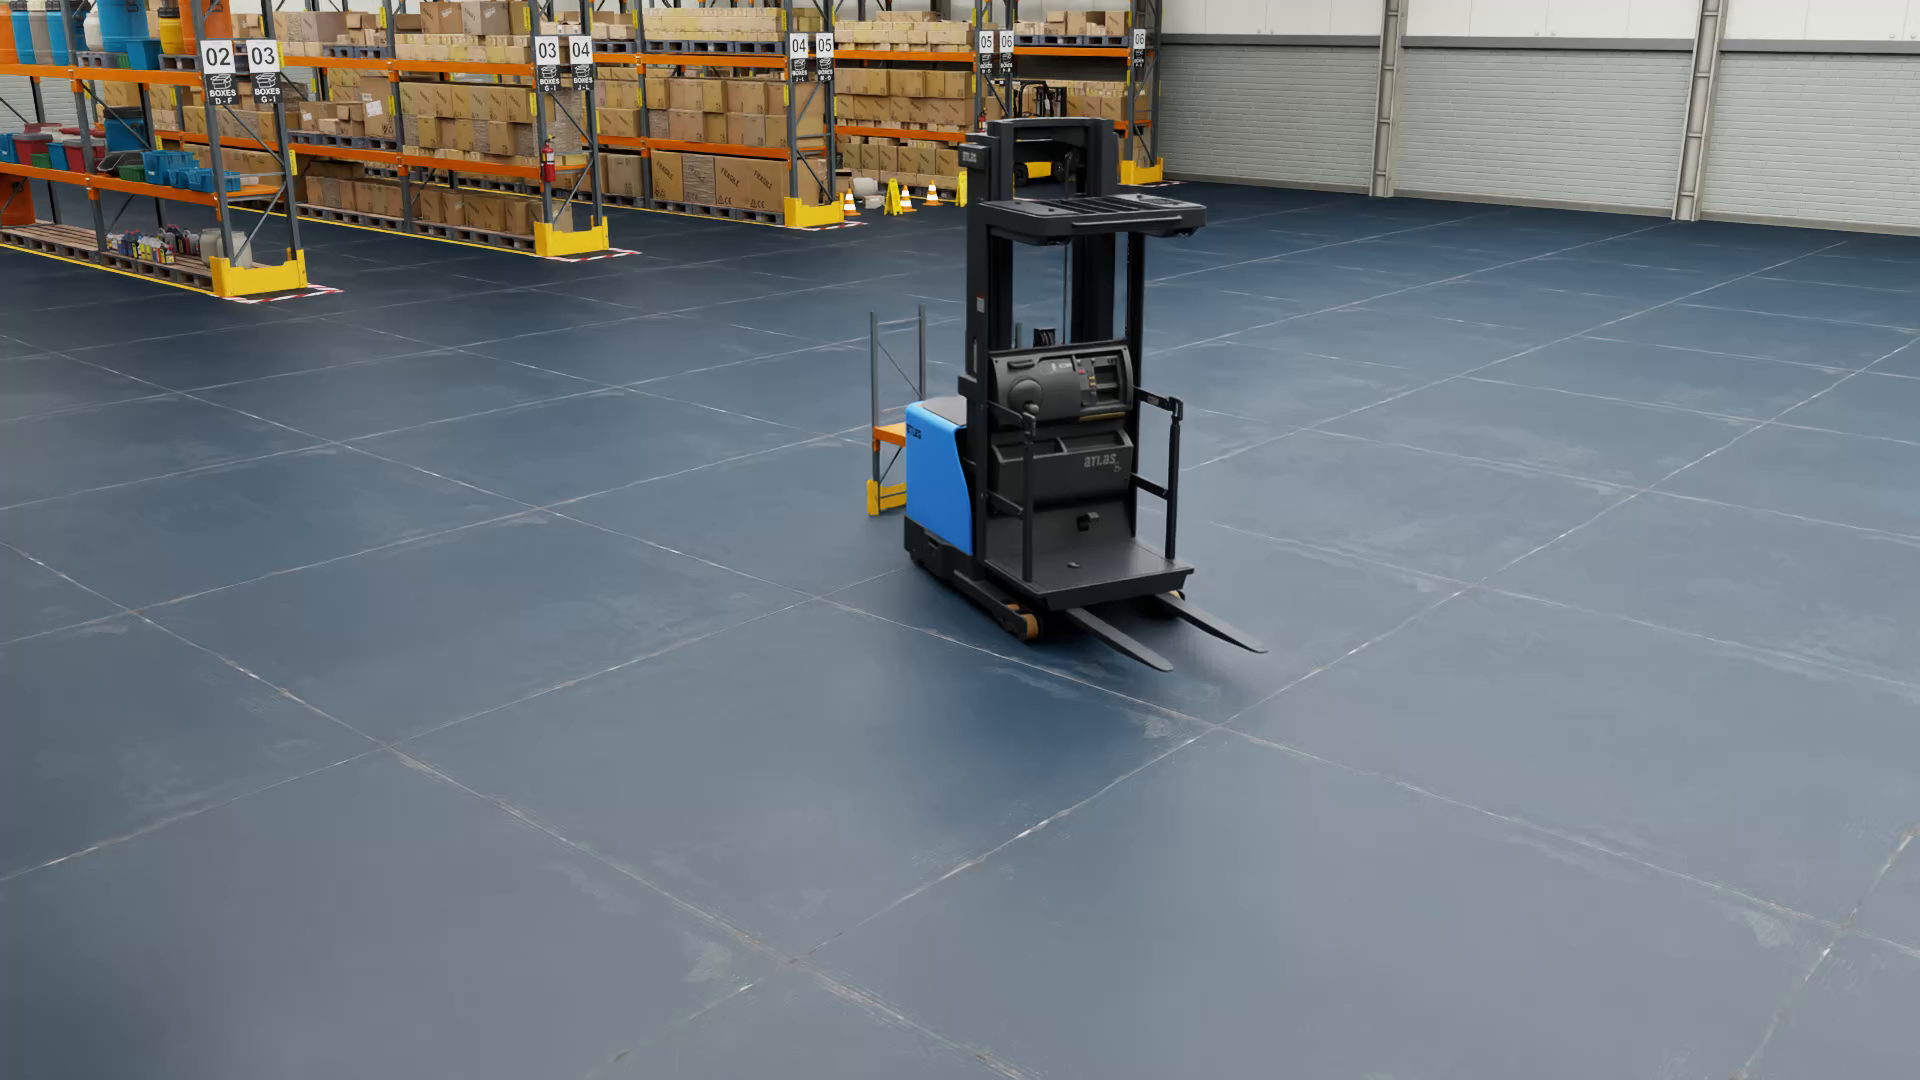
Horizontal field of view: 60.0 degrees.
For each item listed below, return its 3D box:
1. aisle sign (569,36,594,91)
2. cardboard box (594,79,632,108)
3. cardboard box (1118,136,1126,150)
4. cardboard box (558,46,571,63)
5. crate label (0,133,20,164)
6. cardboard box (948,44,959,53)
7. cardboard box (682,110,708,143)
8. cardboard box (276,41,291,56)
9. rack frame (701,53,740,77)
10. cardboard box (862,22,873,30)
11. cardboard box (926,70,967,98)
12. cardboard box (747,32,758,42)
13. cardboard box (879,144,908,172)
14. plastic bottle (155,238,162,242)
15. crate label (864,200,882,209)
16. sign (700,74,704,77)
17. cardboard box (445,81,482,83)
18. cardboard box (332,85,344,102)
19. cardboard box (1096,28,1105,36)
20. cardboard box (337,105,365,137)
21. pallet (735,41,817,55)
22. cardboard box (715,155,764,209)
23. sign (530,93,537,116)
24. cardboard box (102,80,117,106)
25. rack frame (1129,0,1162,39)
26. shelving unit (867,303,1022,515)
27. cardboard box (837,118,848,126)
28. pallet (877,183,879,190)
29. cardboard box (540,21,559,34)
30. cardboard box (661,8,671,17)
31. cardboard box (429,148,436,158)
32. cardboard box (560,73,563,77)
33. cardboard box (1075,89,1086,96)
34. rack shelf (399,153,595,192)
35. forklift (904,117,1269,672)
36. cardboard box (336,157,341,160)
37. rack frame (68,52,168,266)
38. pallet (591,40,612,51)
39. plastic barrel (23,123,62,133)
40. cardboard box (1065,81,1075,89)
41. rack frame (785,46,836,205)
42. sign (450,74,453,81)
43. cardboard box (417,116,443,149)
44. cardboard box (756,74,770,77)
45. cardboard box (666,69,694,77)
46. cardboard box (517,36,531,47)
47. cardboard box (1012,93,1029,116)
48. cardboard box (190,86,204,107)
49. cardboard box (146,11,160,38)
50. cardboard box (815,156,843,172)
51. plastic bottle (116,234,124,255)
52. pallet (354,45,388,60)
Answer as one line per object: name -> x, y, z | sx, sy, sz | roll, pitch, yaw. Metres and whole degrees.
aisle sign -> -5.684, -7.164, 25.001 | 0.004, 0.787, 0.394 | 15, 23, 39
cardboard box -> -6.693, -8.601, 32.010 | 0.500, 0.500, 0.700 | 15, 23, 40
cardboard box -> 3.389, -8.623, 36.096 | 0.500, 0.250, 0.500 | 16, 24, 41
cardboard box -> -6.119, -7.383, 25.278 | 0.500, 0.250, 0.500 | 16, 24, 41
crate label -> -14.637, -6.111, 25.923 | 0.616, 0.435, 0.502 | 15, 23, 39
cardboard box -> -0.012, -9.472, 32.029 | 0.250, 0.149, 0.380 | 15, 23, 40
cardboard box -> -4.518, -7.534, 30.217 | 0.550, 0.550, 0.875 | 15, 23, 39
cardboard box -> -11.731, -8.682, 29.371 | 0.500, 0.250, 0.500 | 16, 23, 40
rack frame -> -5.335, -9.717, 37.346 | 0.127, 3.000, 1.000 | 15, 23, 39
cardboard box -> -1.741, -10.308, 33.344 | 0.250, 0.149, 0.380 | 15, 23, 39
cardboard box -> -0.252, -8.934, 32.566 | 0.500, 0.500, 0.700 | 15, 23, 40
cardboard box -> -3.416, -8.621, 28.488 | 0.250, 0.149, 0.380 | 15, 23, 40
cardboard box -> -1.287, -7.772, 33.829 | 0.500, 0.500, 0.500 | 17, 24, 42
plastic bottle -> -11.342, -4.122, 23.491 | 0.135, 0.276, 0.152 | 15, 23, 39
crate label -> -1.641, -6.366, 31.517 | 0.298, 0.136, 0.250 | 4, 18, 11
sign -> -5.701, -10.143, 36.773 | 0.005, 0.325, 0.100 | 15, 23, 39
cardboard box -> -8.027, -7.210, 27.135 | 0.500, 0.500, 0.500 | 15, 23, 39
cardboard box -> -13.959, -10.119, 37.953 | 0.500, 0.500, 0.500 | 15, 23, 39
cardboard box -> 3.119, -10.890, 35.639 | 0.250, 0.149, 0.380 | 14, 22, 38
cardboard box -> -10.279, -7.249, 28.702 | 0.797, 0.503, 0.637 | -15, 23, -40
pallet -> -3.124, -8.505, 28.713 | 1.213, 0.211, 1.003 | 15, 23, 39
cardboard box -> -3.772, -6.456, 29.887 | 0.875, 0.875, 0.875 | 15, 23, 38
sign -> -6.313, -6.450, 24.614 | 0.005, 0.325, 0.100 | 15, 23, 39
cardboard box -> -17.343, -9.252, 34.394 | 0.500, 0.500, 0.500 | 14, 23, 38
rack frame -> 3.940, -12.094, 34.918 | 0.127, 3.000, 1.000 | 15, 23, 39
shelving unit -> -0.115, -0.855, 11.900 | 0.587, 1.500, 1.083 | -15, 23, -39
cardboard box -> -2.321, -8.659, 34.425 | 0.250, 0.149, 0.380 | 15, 23, 39
pallet -> -1.818, -7.458, 34.837 | 1.213, 0.211, 1.003 | 15, 23, 39
cardboard box -> -8.150, -10.017, 32.619 | 0.500, 0.311, 0.500 | 15, 23, 39
cardboard box -> -5.126, -9.460, 29.814 | 0.250, 0.149, 0.380 | 15, 23, 39
cardboard box -> -8.383, -6.296, 26.981 | 0.250, 0.149, 0.380 | 15, 23, 39
cardboard box -> -9.624, -11.281, 40.454 | 0.500, 0.500, 0.500 | 15, 23, 40
cardboard box -> 2.722, -9.804, 36.380 | 0.250, 0.149, 0.380 | 14, 22, 38
rack shelf -> -7.426, -5.928, 26.594 | 4.000, 0.370, 1.077 | 15, 23, 39
forklift -> 0.720, -0.949, 9.829 | 1.130, 2.935, 3.031 | -8, 19, -25
cardboard box -> -14.350, -8.847, 38.622 | 0.250, 0.149, 0.380 | 16, 23, 40
rack frame -> -12.209, -5.552, 24.219 | 0.127, 3.000, 1.000 | 15, 23, 39
pallet -> -7.190, -9.576, 32.253 | 1.213, 0.211, 1.003 | 16, 24, 42
plastic barrel -> -14.653, -6.395, 26.652 | 0.708, 0.536, 0.600 | 15, 23, 39
cardboard box -> 2.511, -9.991, 36.480 | 0.250, 0.149, 0.380 | 16, 23, 40
rack frame -> -2.562, -6.971, 28.692 | 0.127, 3.000, 1.000 | 15, 23, 39
sign -> -11.172, -10.059, 36.506 | 0.005, 0.325, 0.100 | 15, 23, 39
cardboard box -> -8.275, -6.649, 27.020 | 0.500, 0.500, 0.875 | 15, 23, 39
cardboard box -> -4.822, -11.744, 42.873 | 0.500, 0.500, 0.700 | 16, 23, 41
cardboard box -> -6.285, -10.388, 37.639 | 0.500, 0.500, 0.500 | 16, 23, 40
cardboard box -> -6.345, -7.403, 24.681 | 0.250, 0.149, 0.380 | 15, 23, 39
cardboard box -> 1.507, -9.837, 37.556 | 0.500, 0.500, 0.500 | 16, 23, 40
cardboard box -> -14.422, -8.678, 32.247 | 0.637, 0.503, 0.797 | 14, 23, 38
cardboard box -> -15.530, -10.147, 32.716 | 0.500, 0.500, 0.700 | 13, 22, 36
cardboard box -> -2.738, -7.967, 35.479 | 0.625, 0.372, 0.950 | 15, 23, 40
plastic bottle -> -12.002, -4.241, 23.866 | 0.135, 0.276, 0.152 | 16, 24, 41
pallet -> -9.313, -8.161, 27.792 | 1.003, 0.211, 1.213 | 15, 23, 39
